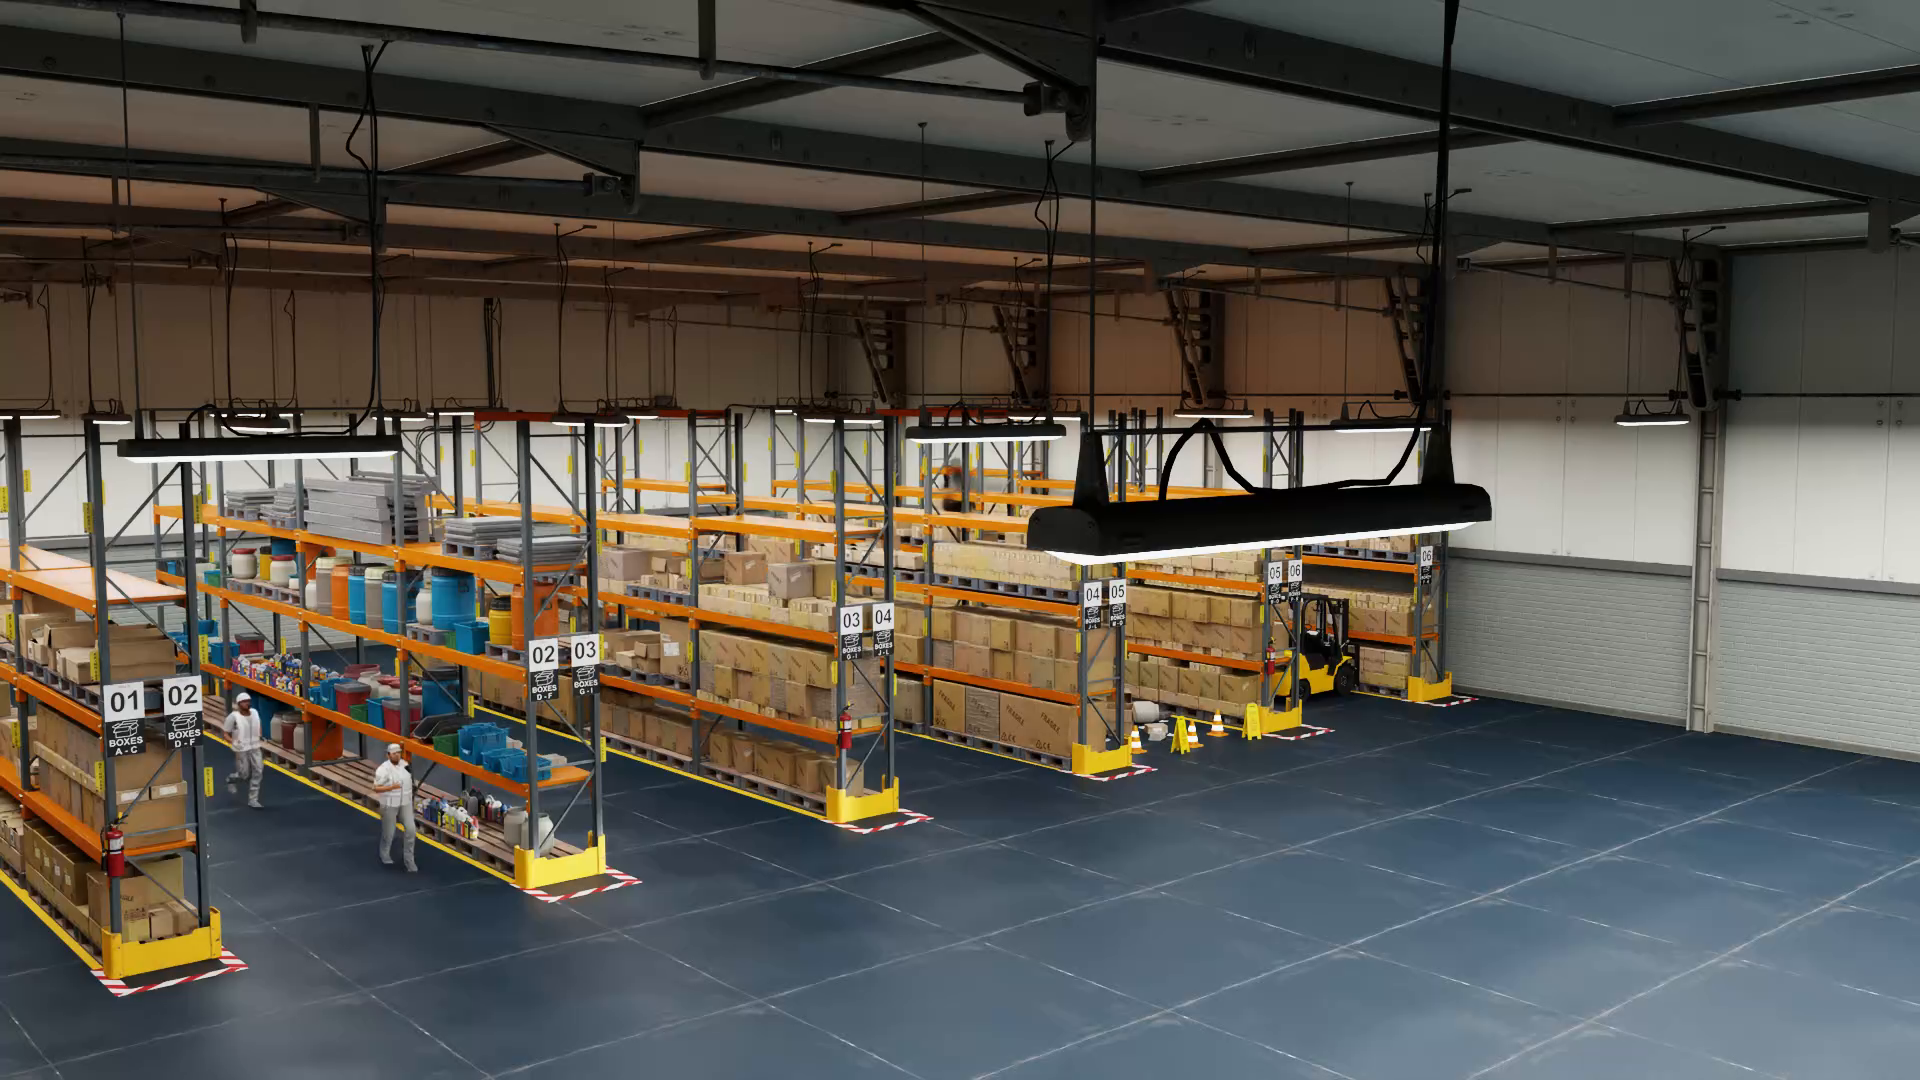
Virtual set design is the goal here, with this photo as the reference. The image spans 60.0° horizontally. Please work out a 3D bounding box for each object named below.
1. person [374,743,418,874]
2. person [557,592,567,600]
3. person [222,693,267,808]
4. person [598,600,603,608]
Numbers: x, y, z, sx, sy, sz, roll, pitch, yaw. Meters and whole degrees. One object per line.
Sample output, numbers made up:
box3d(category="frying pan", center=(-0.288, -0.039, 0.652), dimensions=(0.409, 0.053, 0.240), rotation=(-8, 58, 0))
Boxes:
box3d(category="person", center=(-7.516, 3.553, 22.139), dimensions=(0.588, 1.718, 0.735), rotation=(-4, 7, -40))
box3d(category="person", center=(-9.318, 2.069, 38.810), dimensions=(0.676, 1.805, 0.896), rotation=(-1, 5, -10))
box3d(category="person", center=(-10.982, 3.216, 25.564), dimensions=(0.803, 1.754, 0.679), rotation=(4, 6, 37))
box3d(category="person", center=(-8.989, 1.890, 41.146), dimensions=(0.807, 1.687, 0.648), rotation=(0, 5, -5))
